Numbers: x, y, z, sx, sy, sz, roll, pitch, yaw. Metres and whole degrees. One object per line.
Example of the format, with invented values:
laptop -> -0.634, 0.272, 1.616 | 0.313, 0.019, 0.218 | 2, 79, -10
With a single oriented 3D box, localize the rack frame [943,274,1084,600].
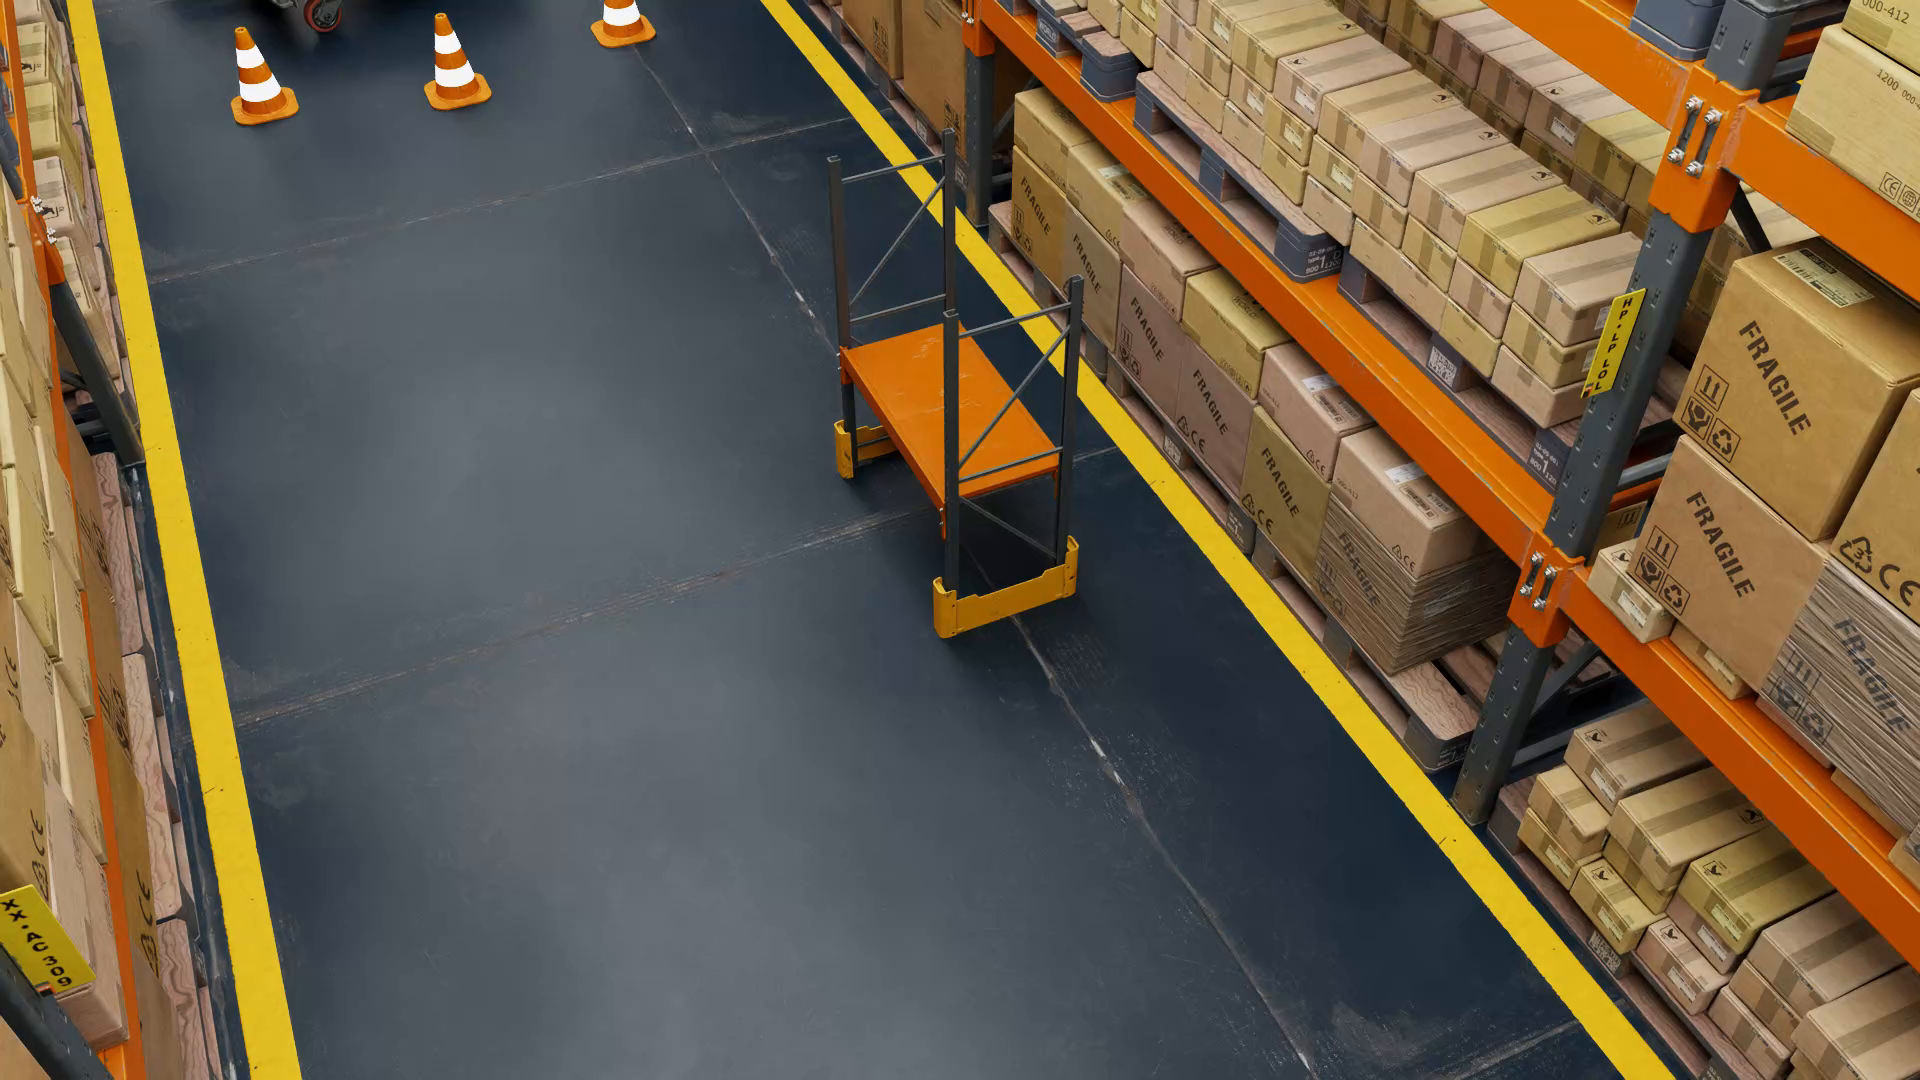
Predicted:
rack frame -> 0.178, -0.264, 5.950 | 0.500, 1.500, 0.032 | -18, 47, -17

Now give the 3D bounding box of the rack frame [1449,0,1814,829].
rack frame -> 2.190, -0.259, 4.876 | 1.000, 3.000, 0.127 | -18, 47, -17

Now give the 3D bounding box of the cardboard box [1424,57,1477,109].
cardboard box -> 1.886, -1.646, 5.951 | 0.380, 0.149, 0.250 | -19, 48, -18

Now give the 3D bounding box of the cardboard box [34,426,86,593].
cardboard box -> -2.826, -0.019, 4.741 | 0.500, 0.250, 0.500 | -19, 48, -18

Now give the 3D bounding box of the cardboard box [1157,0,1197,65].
cardboard box -> 0.971, -1.945, 6.254 | 0.380, 0.149, 0.250 | -18, 47, -17

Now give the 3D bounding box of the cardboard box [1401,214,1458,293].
cardboard box -> 1.630, -0.946, 5.241 | 0.380, 0.149, 0.250 | -16, 47, -16

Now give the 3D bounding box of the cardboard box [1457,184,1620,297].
cardboard box -> 1.731, -0.900, 4.982 | 0.380, 0.149, 0.250 | -19, 48, -19

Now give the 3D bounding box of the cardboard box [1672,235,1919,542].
cardboard box -> 2.159, -0.396, 4.021 | 0.500, 0.500, 0.500 | -17, 47, -16

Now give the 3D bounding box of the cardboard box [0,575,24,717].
cardboard box -> -2.422, 0.195, 3.634 | 0.500, 0.500, 0.500 | -18, 47, -18

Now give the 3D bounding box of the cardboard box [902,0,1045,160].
cardboard box -> 0.334, -2.571, 8.523 | 1.050, 0.750, 0.750 | -19, 48, -18

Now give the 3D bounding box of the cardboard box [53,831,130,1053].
cardboard box -> -2.204, 0.963, 3.745 | 0.500, 0.250, 0.500 | -19, 48, -18

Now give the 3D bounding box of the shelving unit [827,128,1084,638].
shelving unit -> -0.032, -0.582, 6.272 | 0.587, 1.500, 1.083 | -18, 47, -17

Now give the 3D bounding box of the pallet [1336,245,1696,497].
pallet -> 2.001, -0.720, 5.481 | 1.003, 0.211, 1.213 | -18, 47, -17

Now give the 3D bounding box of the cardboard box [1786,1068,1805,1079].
cardboard box -> 2.612, 1.554, 4.770 | 0.380, 0.149, 0.250 | -20, 48, -19

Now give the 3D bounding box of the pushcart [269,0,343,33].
pushcart -> -3.575, -3.602, 10.132 | 1.648, 0.377, 0.936 | -35, 54, -30

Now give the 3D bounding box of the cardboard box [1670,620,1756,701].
cardboard box -> 2.189, 0.251, 4.539 | 0.380, 0.149, 0.250 | -17, 47, -16

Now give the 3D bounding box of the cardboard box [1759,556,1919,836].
cardboard box -> 2.384, 0.303, 4.024 | 0.500, 0.500, 0.500 | -18, 47, -17

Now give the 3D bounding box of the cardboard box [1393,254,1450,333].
cardboard box -> 1.631, -0.838, 5.344 | 0.380, 0.149, 0.250 | -18, 47, -18

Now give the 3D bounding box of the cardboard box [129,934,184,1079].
cardboard box -> -2.592, 1.503, 4.305 | 0.875, 0.875, 0.875 | -17, 47, -16

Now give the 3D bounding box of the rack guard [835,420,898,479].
rack guard -> -0.241, -0.455, 7.033 | 0.587, 0.250, 0.087 | -18, 47, -17

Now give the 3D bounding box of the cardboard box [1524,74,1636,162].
cardboard box -> 2.111, -1.417, 5.507 | 0.380, 0.149, 0.250 | -19, 48, -18

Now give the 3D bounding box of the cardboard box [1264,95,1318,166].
cardboard box -> 1.286, -1.459, 5.761 | 0.380, 0.149, 0.250 | -18, 47, -17

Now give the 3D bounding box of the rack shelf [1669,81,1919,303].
rack shelf -> 3.031, 0.204, 2.784 | 1.077, 0.370, 4.000 | -18, 47, -17

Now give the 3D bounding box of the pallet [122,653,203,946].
pallet -> -3.168, 1.012, 5.574 | 1.003, 0.211, 1.213 | -18, 47, -17

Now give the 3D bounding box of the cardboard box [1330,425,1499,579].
cardboard box -> 1.648, -0.185, 5.749 | 0.500, 0.250, 0.500 | -19, 48, -18

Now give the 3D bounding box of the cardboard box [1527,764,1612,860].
cardboard box -> 2.052, 0.826, 5.296 | 0.380, 0.149, 0.250 | -16, 47, -16

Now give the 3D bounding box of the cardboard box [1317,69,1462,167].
cardboard box -> 1.413, -1.390, 5.479 | 0.380, 0.149, 0.250 | -19, 48, -19

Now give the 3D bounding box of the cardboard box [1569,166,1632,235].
cardboard box -> 2.222, -1.140, 5.438 | 0.380, 0.149, 0.250 | -17, 47, -16

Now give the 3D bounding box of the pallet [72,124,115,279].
pallet -> -4.777, -1.564, 8.184 | 1.003, 0.211, 1.213 | -18, 47, -17

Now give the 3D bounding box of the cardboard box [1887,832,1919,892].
cardboard box -> 2.504, 0.760, 4.023 | 0.380, 0.149, 0.250 | -17, 47, -17

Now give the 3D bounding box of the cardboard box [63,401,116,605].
cardboard box -> -3.725, -0.210, 6.041 | 0.875, 0.875, 0.875 | -18, 48, -18

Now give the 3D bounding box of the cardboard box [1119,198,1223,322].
cardboard box -> 0.988, -1.181, 6.758 | 0.500, 0.250, 0.500 | -18, 47, -17

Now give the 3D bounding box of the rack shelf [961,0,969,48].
rack shelf -> -0.332, -3.826, 9.004 | 1.077, 0.370, 4.000 | -18, 47, -17

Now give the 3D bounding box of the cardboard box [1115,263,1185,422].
cardboard box -> 1.009, -0.896, 7.003 | 0.500, 0.500, 0.500 | -19, 48, -18

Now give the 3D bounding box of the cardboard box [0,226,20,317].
cardboard box -> -3.287, -0.847, 5.223 | 0.500, 0.250, 0.500 | -19, 48, -18

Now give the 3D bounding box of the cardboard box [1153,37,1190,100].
cardboard box -> 0.969, -1.840, 6.359 | 0.380, 0.149, 0.250 | -17, 47, -16

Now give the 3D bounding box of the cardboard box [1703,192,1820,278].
cardboard box -> 2.442, -0.917, 5.000 | 0.380, 0.149, 0.250 | -16, 47, -15

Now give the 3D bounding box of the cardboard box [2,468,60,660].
cardboard box -> -2.620, 0.126, 4.237 | 0.500, 0.250, 0.500 | -17, 47, -17

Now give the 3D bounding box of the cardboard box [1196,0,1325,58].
cardboard box -> 1.081, -1.891, 5.987 | 0.380, 0.149, 0.250 | -17, 47, -16

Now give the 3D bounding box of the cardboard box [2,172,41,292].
cardboard box -> -3.492, -0.982, 5.717 | 0.500, 0.250, 0.500 | -20, 48, -19

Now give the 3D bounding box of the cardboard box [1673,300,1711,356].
cardboard box -> 2.442, -0.706, 5.209 | 0.380, 0.149, 0.250 | -20, 48, -19

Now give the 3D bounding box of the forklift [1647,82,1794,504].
forklift -> 2.610, -2.227, 6.920 | 1.130, 2.935, 3.031 | -19, 48, -18

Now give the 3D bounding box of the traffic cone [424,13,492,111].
traffic cone -> -2.801, -2.661, 9.118 | 0.336, 0.463, 0.334 | -18, 47, -17

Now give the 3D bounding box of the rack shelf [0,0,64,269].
rack shelf -> -4.781, -2.300, 7.457 | 1.077, 0.370, 4.000 | -18, 47, -17

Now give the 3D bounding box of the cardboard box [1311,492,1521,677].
cardboard box -> 1.651, 0.084, 6.009 | 0.500, 0.500, 0.500 | -19, 48, -18

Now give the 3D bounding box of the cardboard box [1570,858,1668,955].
cardboard box -> 2.164, 1.103, 5.227 | 0.380, 0.149, 0.250 | -17, 47, -16

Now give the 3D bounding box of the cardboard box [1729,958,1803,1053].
cardboard box -> 2.486, 1.279, 4.838 | 0.380, 0.149, 0.250 | -20, 48, -19

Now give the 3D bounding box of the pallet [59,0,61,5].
pallet -> -5.937, -3.255, 9.899 | 1.003, 0.211, 1.213 | -18, 47, -17

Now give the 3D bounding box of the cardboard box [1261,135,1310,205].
cardboard box -> 1.293, -1.343, 5.855 | 0.380, 0.149, 0.250 | -16, 47, -16

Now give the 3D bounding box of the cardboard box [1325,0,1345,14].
cardboard box -> 1.563, -2.138, 6.449 | 0.380, 0.149, 0.250 | -18, 47, -18

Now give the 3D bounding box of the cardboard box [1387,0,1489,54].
cardboard box -> 1.781, -1.912, 6.008 | 0.380, 0.149, 0.250 | -17, 47, -16

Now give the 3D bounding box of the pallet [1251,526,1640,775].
pallet -> 1.862, 0.238, 6.358 | 1.003, 0.211, 1.213 | -18, 47, -17

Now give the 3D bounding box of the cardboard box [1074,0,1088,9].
cardboard box -> 0.626, -2.352, 6.878 | 0.380, 0.149, 0.250 | -16, 47, -15

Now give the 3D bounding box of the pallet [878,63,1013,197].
pallet -> 0.245, -2.340, 8.971 | 1.003, 0.211, 1.213 | -18, 47, -17

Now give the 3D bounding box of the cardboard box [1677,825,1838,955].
cardboard box -> 2.360, 1.015, 4.893 | 0.380, 0.149, 0.250 | -19, 48, -18

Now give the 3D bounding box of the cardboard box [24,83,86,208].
cardboard box -> -4.800, -1.811, 8.022 | 0.950, 0.372, 0.625 | -17, 47, -16
